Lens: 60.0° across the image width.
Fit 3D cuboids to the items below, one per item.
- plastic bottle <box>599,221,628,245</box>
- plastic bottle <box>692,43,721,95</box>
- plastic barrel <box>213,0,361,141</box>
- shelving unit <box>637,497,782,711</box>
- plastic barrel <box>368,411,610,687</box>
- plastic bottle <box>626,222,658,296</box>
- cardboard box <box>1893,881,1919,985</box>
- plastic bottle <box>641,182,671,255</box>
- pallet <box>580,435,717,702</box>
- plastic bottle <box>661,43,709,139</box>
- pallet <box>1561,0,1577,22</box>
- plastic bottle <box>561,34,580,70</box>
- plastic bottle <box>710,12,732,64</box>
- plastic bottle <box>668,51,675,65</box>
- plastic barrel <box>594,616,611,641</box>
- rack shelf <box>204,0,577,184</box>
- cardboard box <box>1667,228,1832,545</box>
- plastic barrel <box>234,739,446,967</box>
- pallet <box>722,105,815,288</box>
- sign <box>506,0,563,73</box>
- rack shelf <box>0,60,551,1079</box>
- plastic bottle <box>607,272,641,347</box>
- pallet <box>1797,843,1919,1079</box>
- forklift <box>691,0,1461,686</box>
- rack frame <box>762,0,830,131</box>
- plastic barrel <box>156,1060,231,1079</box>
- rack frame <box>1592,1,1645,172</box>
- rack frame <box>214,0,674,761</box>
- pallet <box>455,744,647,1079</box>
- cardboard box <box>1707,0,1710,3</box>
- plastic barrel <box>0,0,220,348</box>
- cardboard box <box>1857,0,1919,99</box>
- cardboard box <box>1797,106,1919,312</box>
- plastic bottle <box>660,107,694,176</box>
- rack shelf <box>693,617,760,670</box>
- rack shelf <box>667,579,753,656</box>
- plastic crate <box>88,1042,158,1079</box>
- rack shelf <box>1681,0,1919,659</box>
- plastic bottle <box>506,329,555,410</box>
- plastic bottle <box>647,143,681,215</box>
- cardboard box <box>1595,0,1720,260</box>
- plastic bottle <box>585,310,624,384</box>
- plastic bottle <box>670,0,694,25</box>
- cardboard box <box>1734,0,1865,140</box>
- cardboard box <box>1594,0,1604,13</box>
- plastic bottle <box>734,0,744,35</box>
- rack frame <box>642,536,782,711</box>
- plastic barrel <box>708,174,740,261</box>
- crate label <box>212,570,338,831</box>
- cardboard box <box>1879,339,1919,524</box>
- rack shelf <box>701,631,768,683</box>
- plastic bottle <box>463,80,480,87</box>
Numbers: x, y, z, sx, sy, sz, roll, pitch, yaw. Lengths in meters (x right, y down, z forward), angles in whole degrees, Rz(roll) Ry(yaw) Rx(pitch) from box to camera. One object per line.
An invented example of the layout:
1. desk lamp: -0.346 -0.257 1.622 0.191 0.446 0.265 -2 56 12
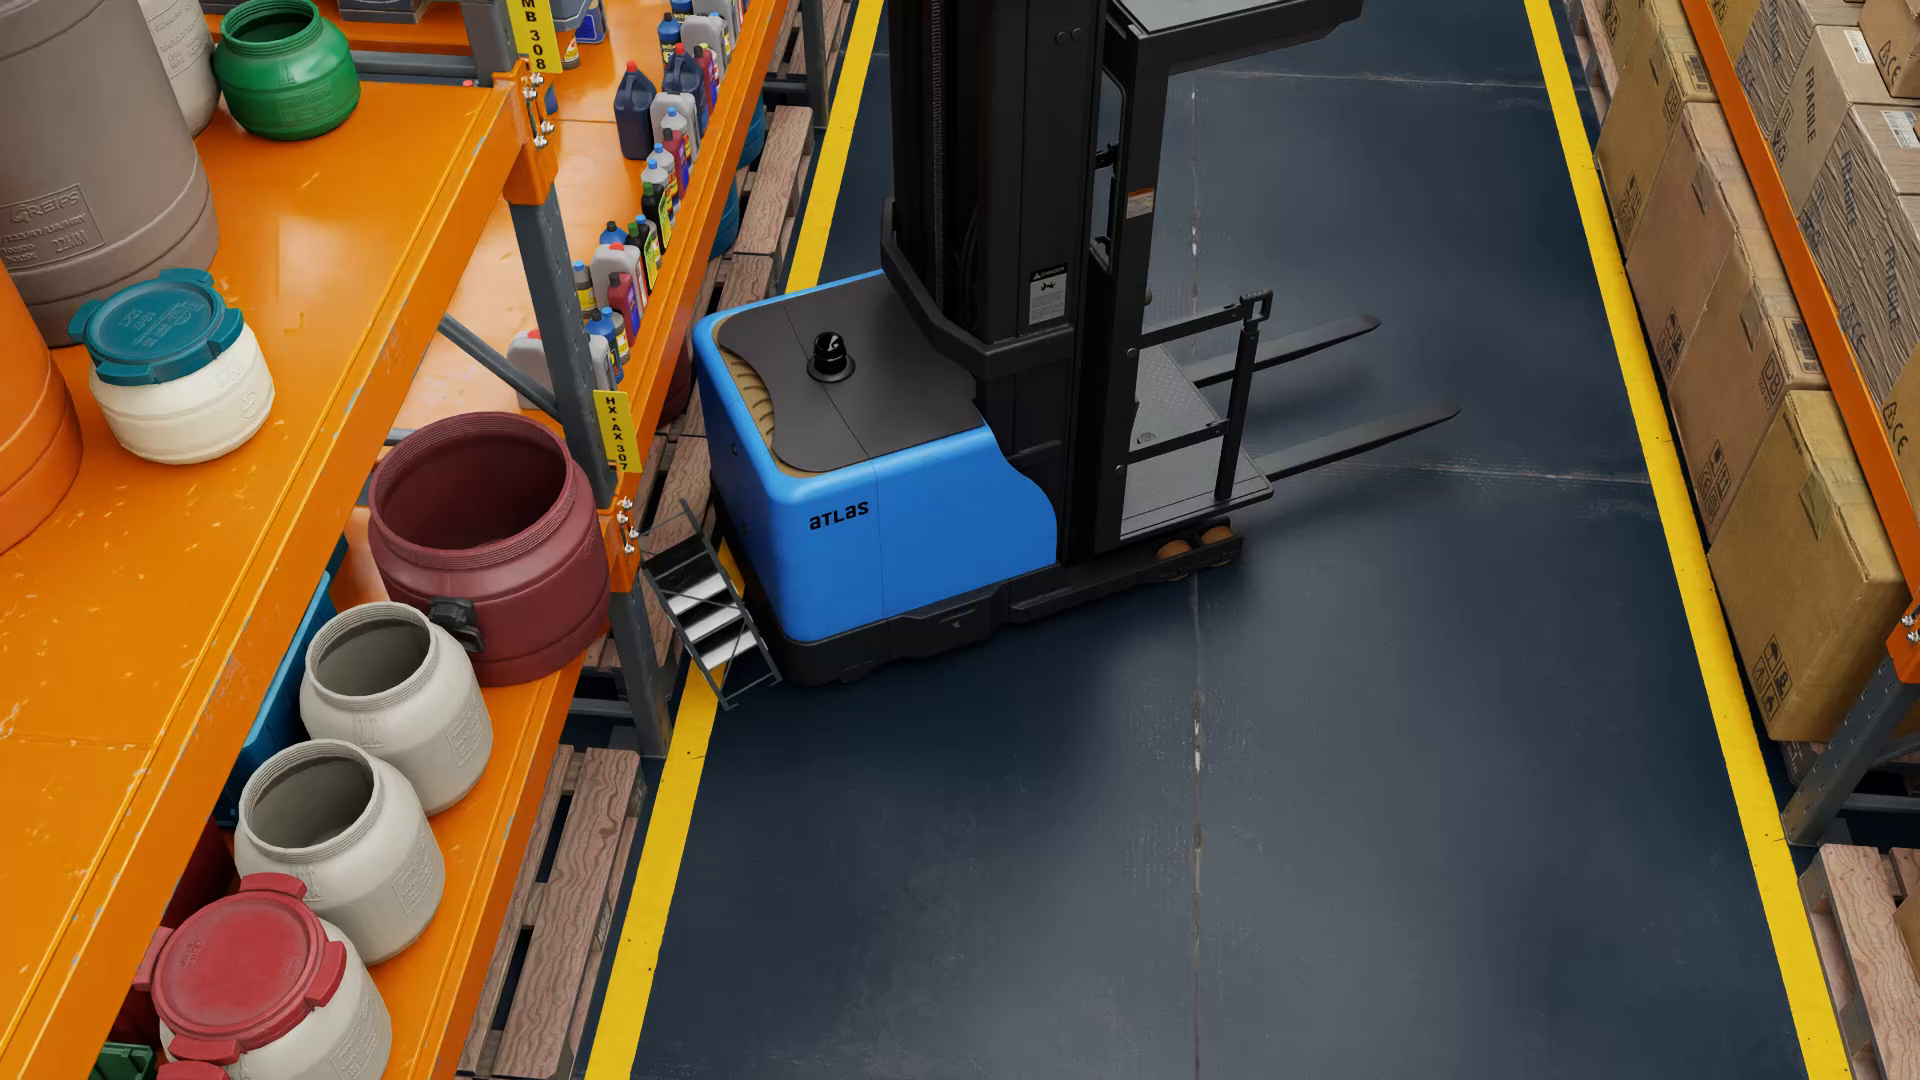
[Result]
1. plastic bottle: -1.174 -0.974 5.695 0.097 0.271 0.097 0 48 0
2. plastic bottle: -1.000 -1.859 6.552 0.097 0.201 0.097 0 48 0
3. plastic barrel: -1.527 -1.068 3.767 0.294 0.245 0.294 0 48 0
4. shelving unit: -0.900 0.245 5.888 0.258 0.900 0.210 -29 53 -9
5. plastic barrel: -1.296 0.022 4.605 0.600 0.536 0.708 4 48 4
6. plastic bottle: -1.094 -0.986 5.698 0.061 0.283 0.133 4 48 4
7. cardboard box: 3.336 1.229 4.989 0.700 0.500 0.500 2 48 1
8. plastic bottle: -1.073 -1.155 5.853 0.061 0.283 0.133 4 48 4
9. pallet: -1.525 0.066 6.547 1.003 0.211 1.213 4 48 4
10. plastic bottle: -1.049 -1.709 6.314 0.144 0.351 0.185 4 48 4
11. pallet: 3.998 -3.411 9.727 1.003 0.211 1.213 4 48 4
12. plastic bottle: -1.592 -2.006 6.686 0.097 0.201 0.097 0 48 0
13. plastic bottle: -0.979 -2.029 6.708 0.097 0.201 0.097 0 48 0
14. plastic bottle: -1.073 -1.789 6.440 0.097 0.271 0.097 0 48 0
15. plastic barrel: -1.527 -0.063 5.961 0.600 0.830 0.708 4 48 4
16. rack shelf: -1.373 -2.533 5.488 1.077 0.370 4.000 4 48 4
17. cardboard box: 3.550 -0.545 6.371 1.225 0.875 0.875 4 48 4
18. plastic barrel: -1.474 0.749 3.957 0.421 0.512 0.421 0 48 0
19. pallet: -1.302 -1.727 8.187 1.003 0.211 1.213 4 48 4
20. sign: -1.007 -1.239 3.888 0.100 0.325 0.005 4 48 4
21. rack shelf: -1.737 0.407 2.800 1.077 0.370 4.000 4 48 4
22. plastic bottle: -1.118 -0.789 5.518 0.061 0.283 0.133 4 48 4
23. pallet: 3.305 1.555 5.185 1.003 0.211 1.213 4 48 4
24. forklift: 0.575 -1.171 5.834 3.031 2.935 1.130 -18 50 -15
25. rack frame: -1.190 -3.233 7.674 1.000 3.000 0.127 4 48 4
26. plastic barrel: -1.547 1.373 3.370 0.433 0.535 0.433 0 48 0
27. rack frame: 3.742 -2.900 7.369 1.000 3.000 0.127 4 48 4
28. rack frame: -1.555 -0.293 4.986 1.000 3.000 0.127 4 48 4
29. pallet: -1.664 1.214 5.496 1.003 0.211 1.213 4 48 4
30. cardboard box: 3.451 -2.612 7.039 0.500 0.500 0.500 4 48 4
31. plastic barrel: -1.846 -0.886 3.155 0.600 0.901 0.600 0 48 0
32. cardboard box: 3.577 -1.841 5.653 0.797 0.503 0.637 5 48 5
33. cardboard box: 3.271 -1.121 5.675 0.500 0.500 0.500 2 48 2
34. plastic bottle: -1.051 -1.478 6.156 0.097 0.271 0.097 0 48 0
35. rack shelf: -0.877 0.318 5.985 0.258 0.077 0.200 -29 53 -9
36. rack shelf: -0.894 0.265 5.914 0.258 0.077 0.200 -29 53 -9
37. plastic crate: -2.042 1.419 3.563 0.450 0.188 0.662 4 48 4
38. rack shelf: 3.560 -1.187 6.291 1.077 0.370 4.000 4 48 4
39. plastic bottle: -1.345 -0.558 5.312 0.152 0.276 0.135 4 48 4
40. plastic bottle: -1.072 -1.309 6.001 0.097 0.271 0.097 0 48 0
41. cardboard box: 3.703 -1.853 7.567 1.225 0.875 0.875 4 48 4
42. plastic bottle: -1.156 -0.630 5.380 0.097 0.271 0.097 0 48 0
43. plastic bottle: -1.122 -2.135 6.757 0.097 0.271 0.097 0 48 0
44. cardboard box: 3.360 -1.875 6.364 0.500 0.500 0.500 3 48 3
45. cardboard box: 3.964 -3.465 9.042 0.875 0.875 0.875 4 48 4
46. plastic bottle: -0.984 -2.240 6.850 0.152 0.276 0.135 4 48 4
47. rack frame: -0.852 0.311 5.827 0.240 0.900 0.006 -29 53 -9
48. plastic barrel: -1.322 -1.747 7.453 0.600 0.901 0.708 4 48 4
49. crate label: -1.915 0.407 4.321 0.502 0.435 0.616 4 48 4
50. cardboard box: 3.176 -0.373 4.991 0.500 0.500 0.500 5 48 5
51. rack shelf: -0.859 0.371 6.056 0.258 0.077 0.200 -29 53 -9
52. plastic bottle: -1.783 -1.557 6.174 0.144 0.351 0.185 4 48 4
